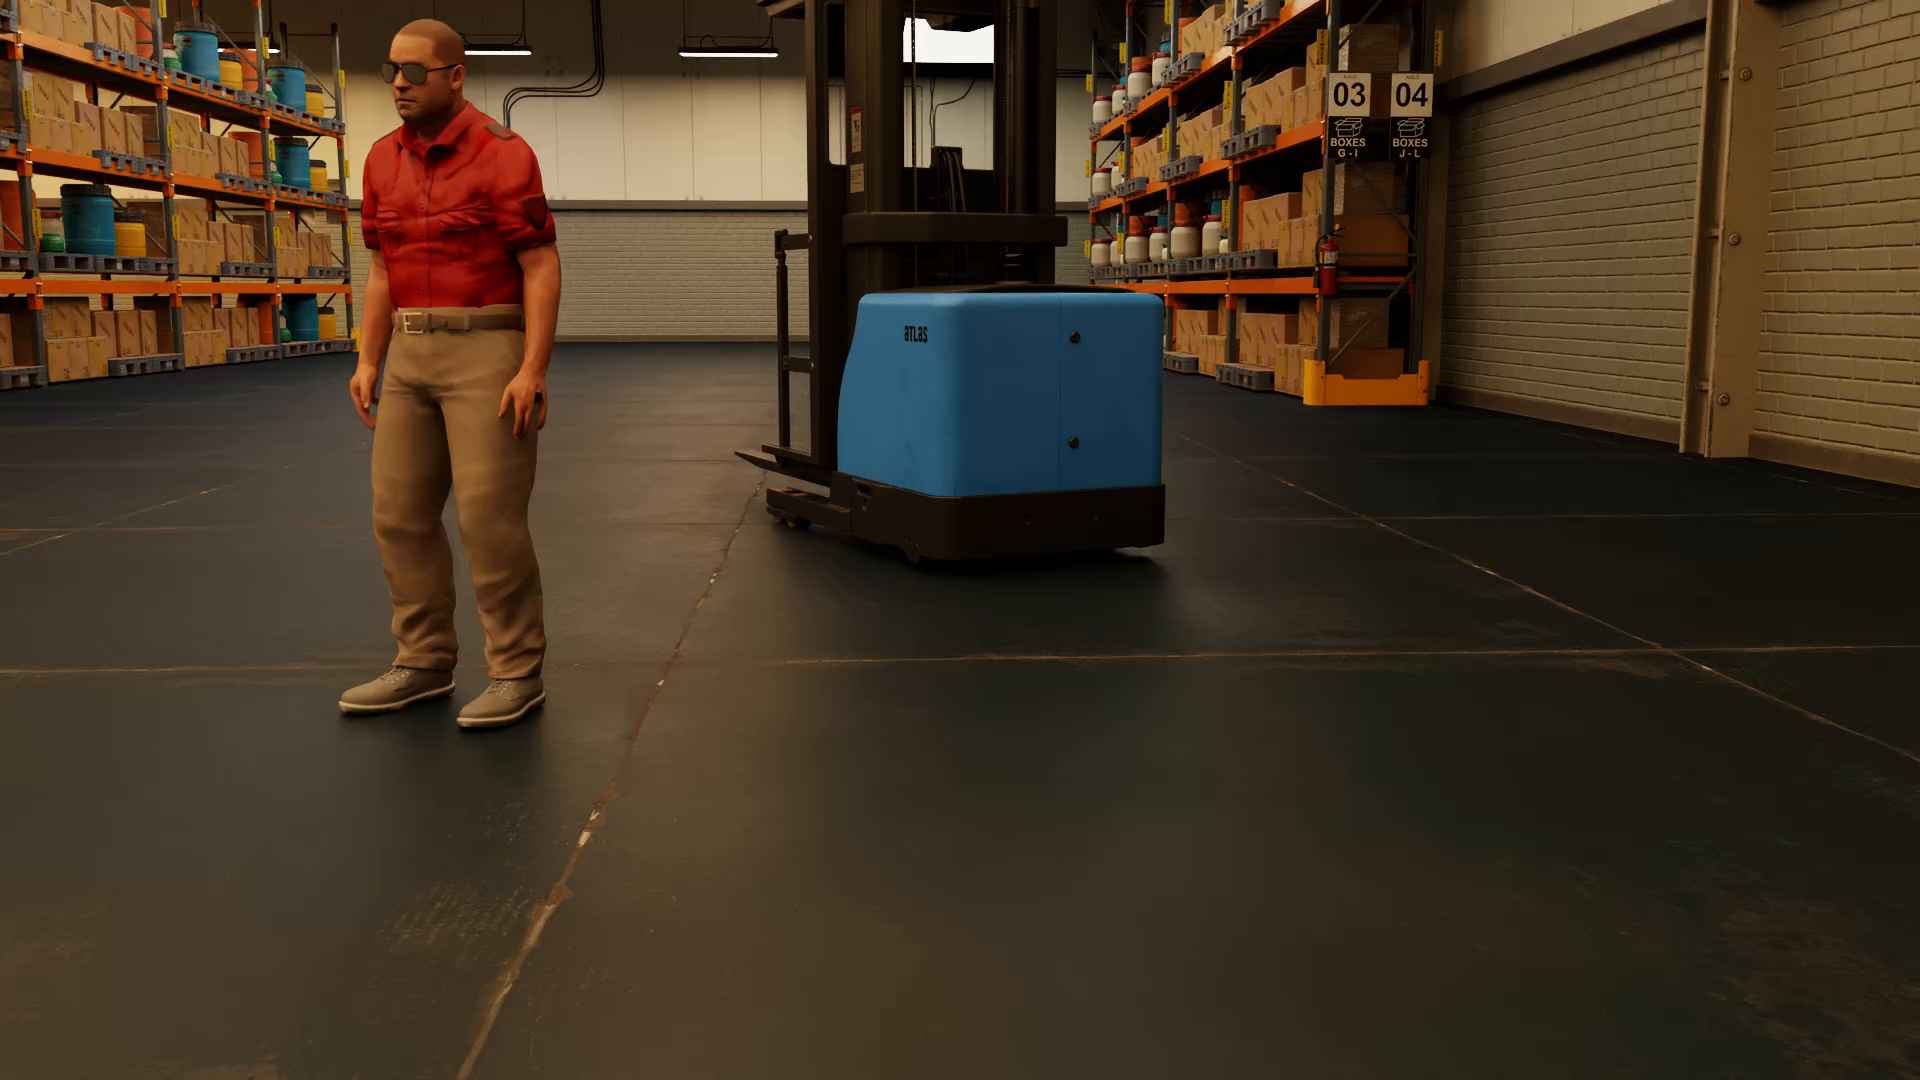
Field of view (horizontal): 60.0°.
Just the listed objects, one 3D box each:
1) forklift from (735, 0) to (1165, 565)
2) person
[{"bbox_3d":[-0.264,-1.530,7.637,1.130,2.935,3.031,-4,9,-25],"label":"forklift"},{"bbox_3d":[-1.279,-0.413,4.206,0.591,1.726,0.388,4,9,24],"label":"person"}]
